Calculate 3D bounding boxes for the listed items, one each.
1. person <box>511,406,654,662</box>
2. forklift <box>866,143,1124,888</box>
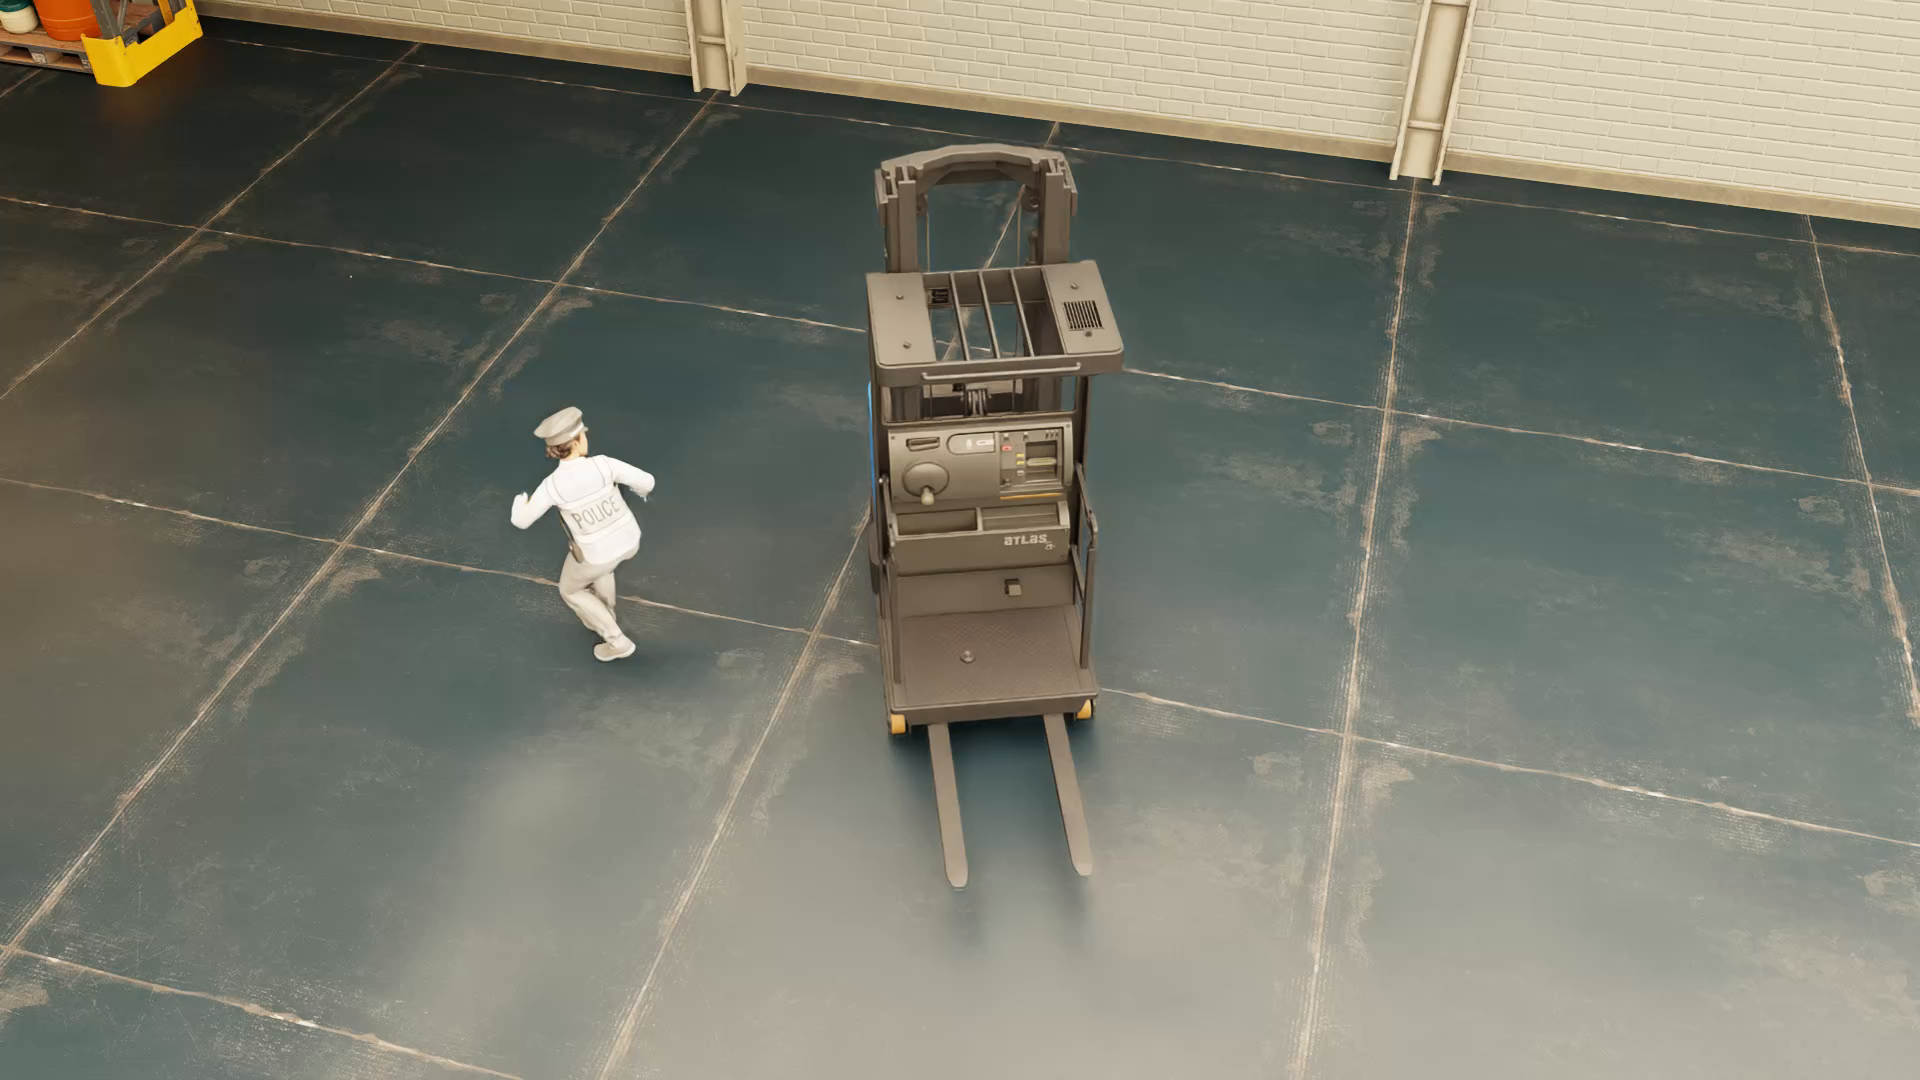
[{"bbox_3d":[-2.010,-0.071,8.977,0.779,1.570,0.730,-30,50,-30],"label":"person"},{"bbox_3d":[0.132,-0.307,8.212,1.130,2.935,3.031,-4,41,-5],"label":"forklift"}]
